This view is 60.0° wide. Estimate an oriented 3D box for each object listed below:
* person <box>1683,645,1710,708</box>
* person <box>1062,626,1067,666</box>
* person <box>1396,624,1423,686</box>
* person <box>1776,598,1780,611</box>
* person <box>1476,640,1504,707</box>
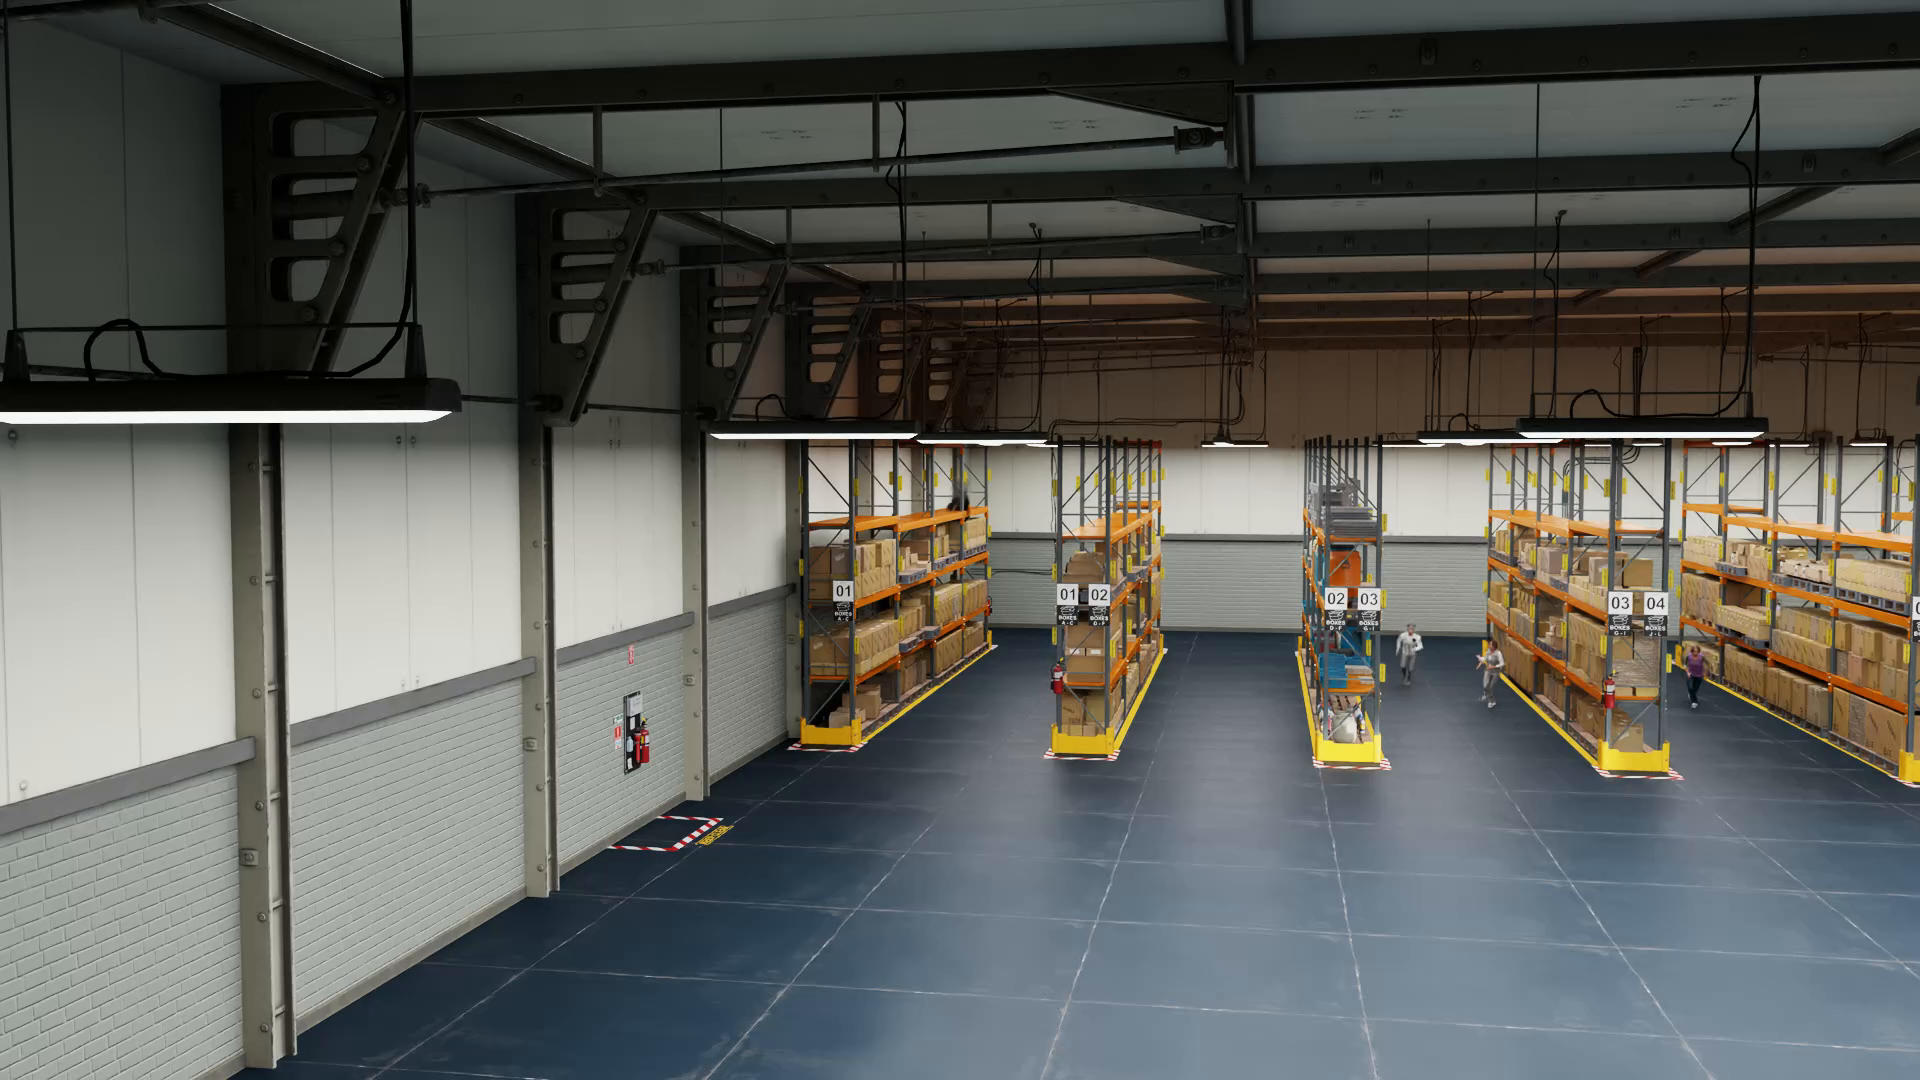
[{"bbox_3d":[16.350,3.018,36.959,0.554,1.425,0.849,1,3,20],"label":"person"},{"bbox_3d":[2.914,2.501,43.625,0.762,1.729,0.592,2,4,32],"label":"person"},{"bbox_3d":[10.884,2.772,40.263,0.604,1.546,0.875,1,3,12],"label":"person"},{"bbox_3d":[22.415,2.410,45.771,0.910,1.666,0.599,0,3,-1],"label":"person"},{"bbox_3d":[11.873,3.026,37.169,0.643,1.431,0.581,2,4,36],"label":"person"}]
